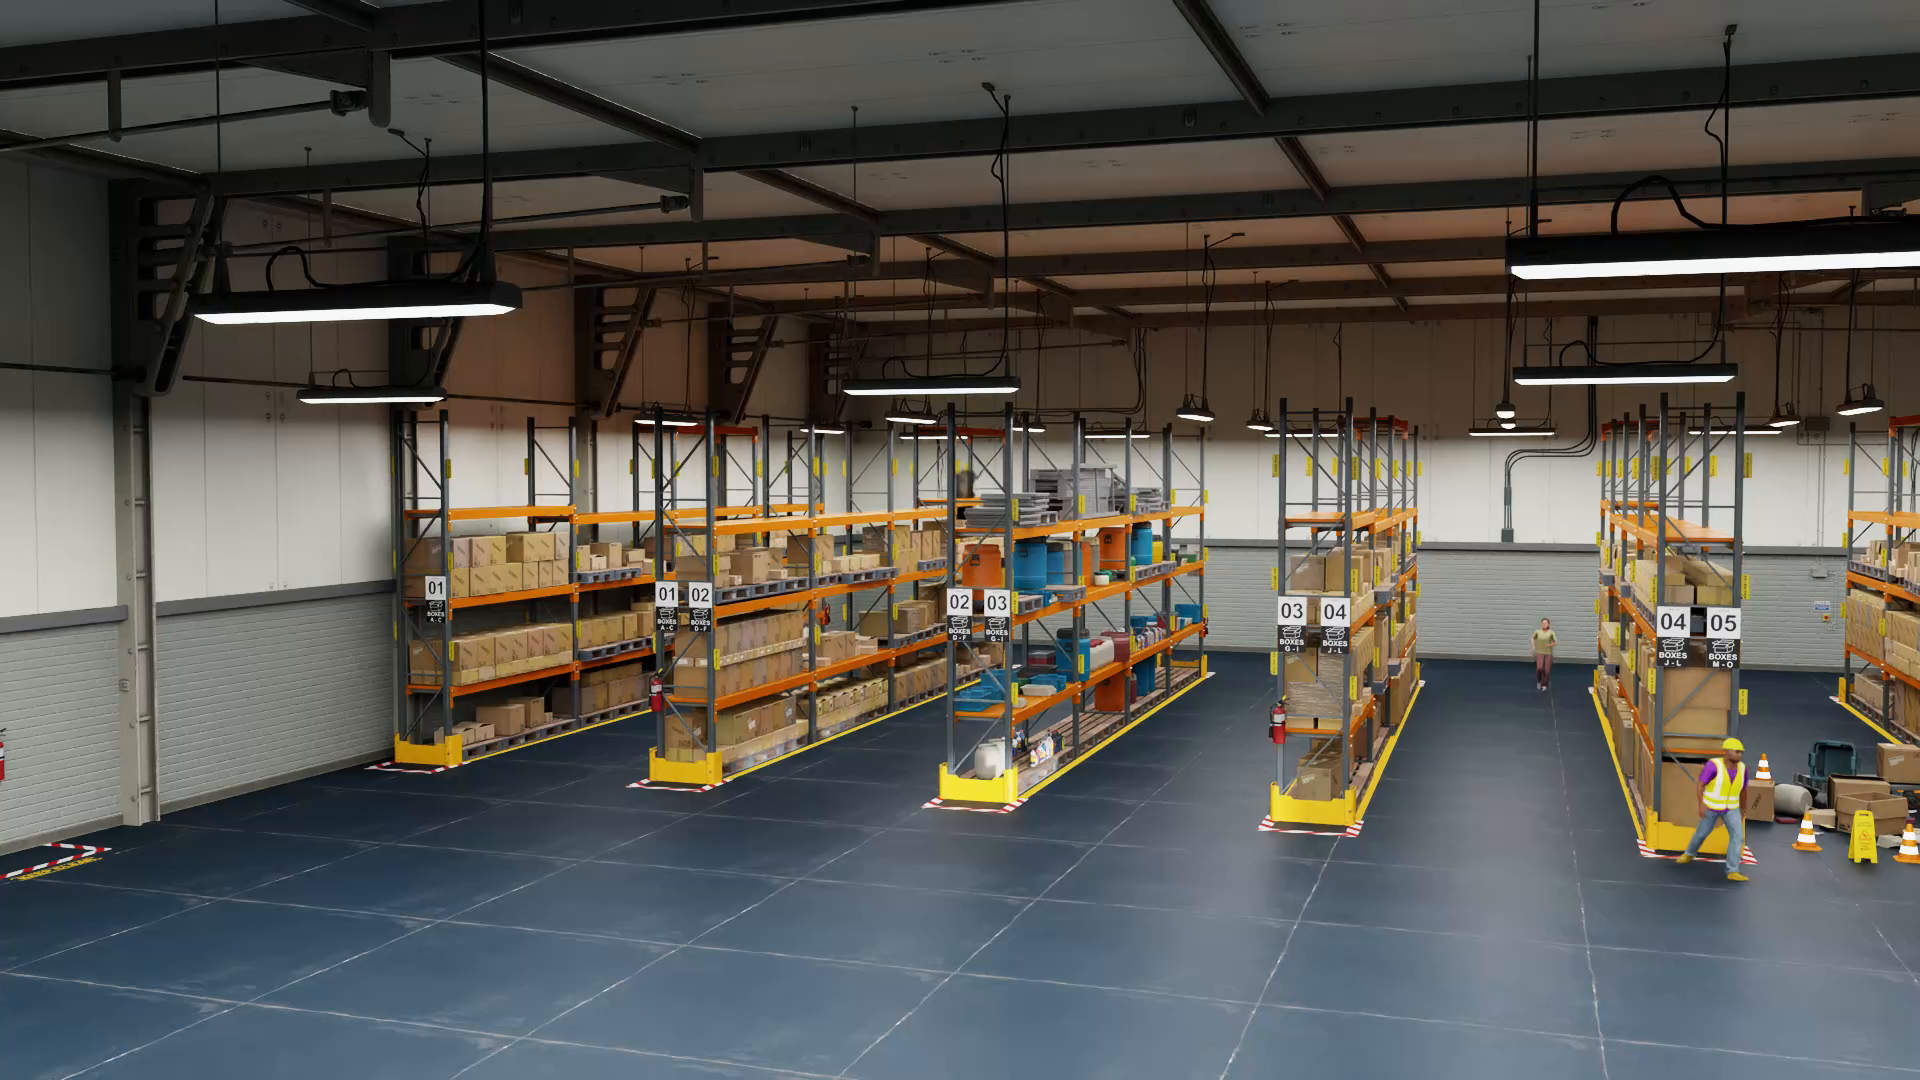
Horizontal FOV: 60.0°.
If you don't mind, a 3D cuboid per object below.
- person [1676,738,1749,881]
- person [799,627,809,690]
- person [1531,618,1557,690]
[{"bbox_3d":[9.289,3.262,20.400,0.697,1.713,0.995,0,2,-5],"label":"person"},{"bbox_3d":[-3.536,2.573,36.680,0.699,1.764,0.977,0,2,2],"label":"person"},{"bbox_3d":[13.100,2.568,37.276,0.545,1.631,0.608,1,3,16],"label":"person"}]
